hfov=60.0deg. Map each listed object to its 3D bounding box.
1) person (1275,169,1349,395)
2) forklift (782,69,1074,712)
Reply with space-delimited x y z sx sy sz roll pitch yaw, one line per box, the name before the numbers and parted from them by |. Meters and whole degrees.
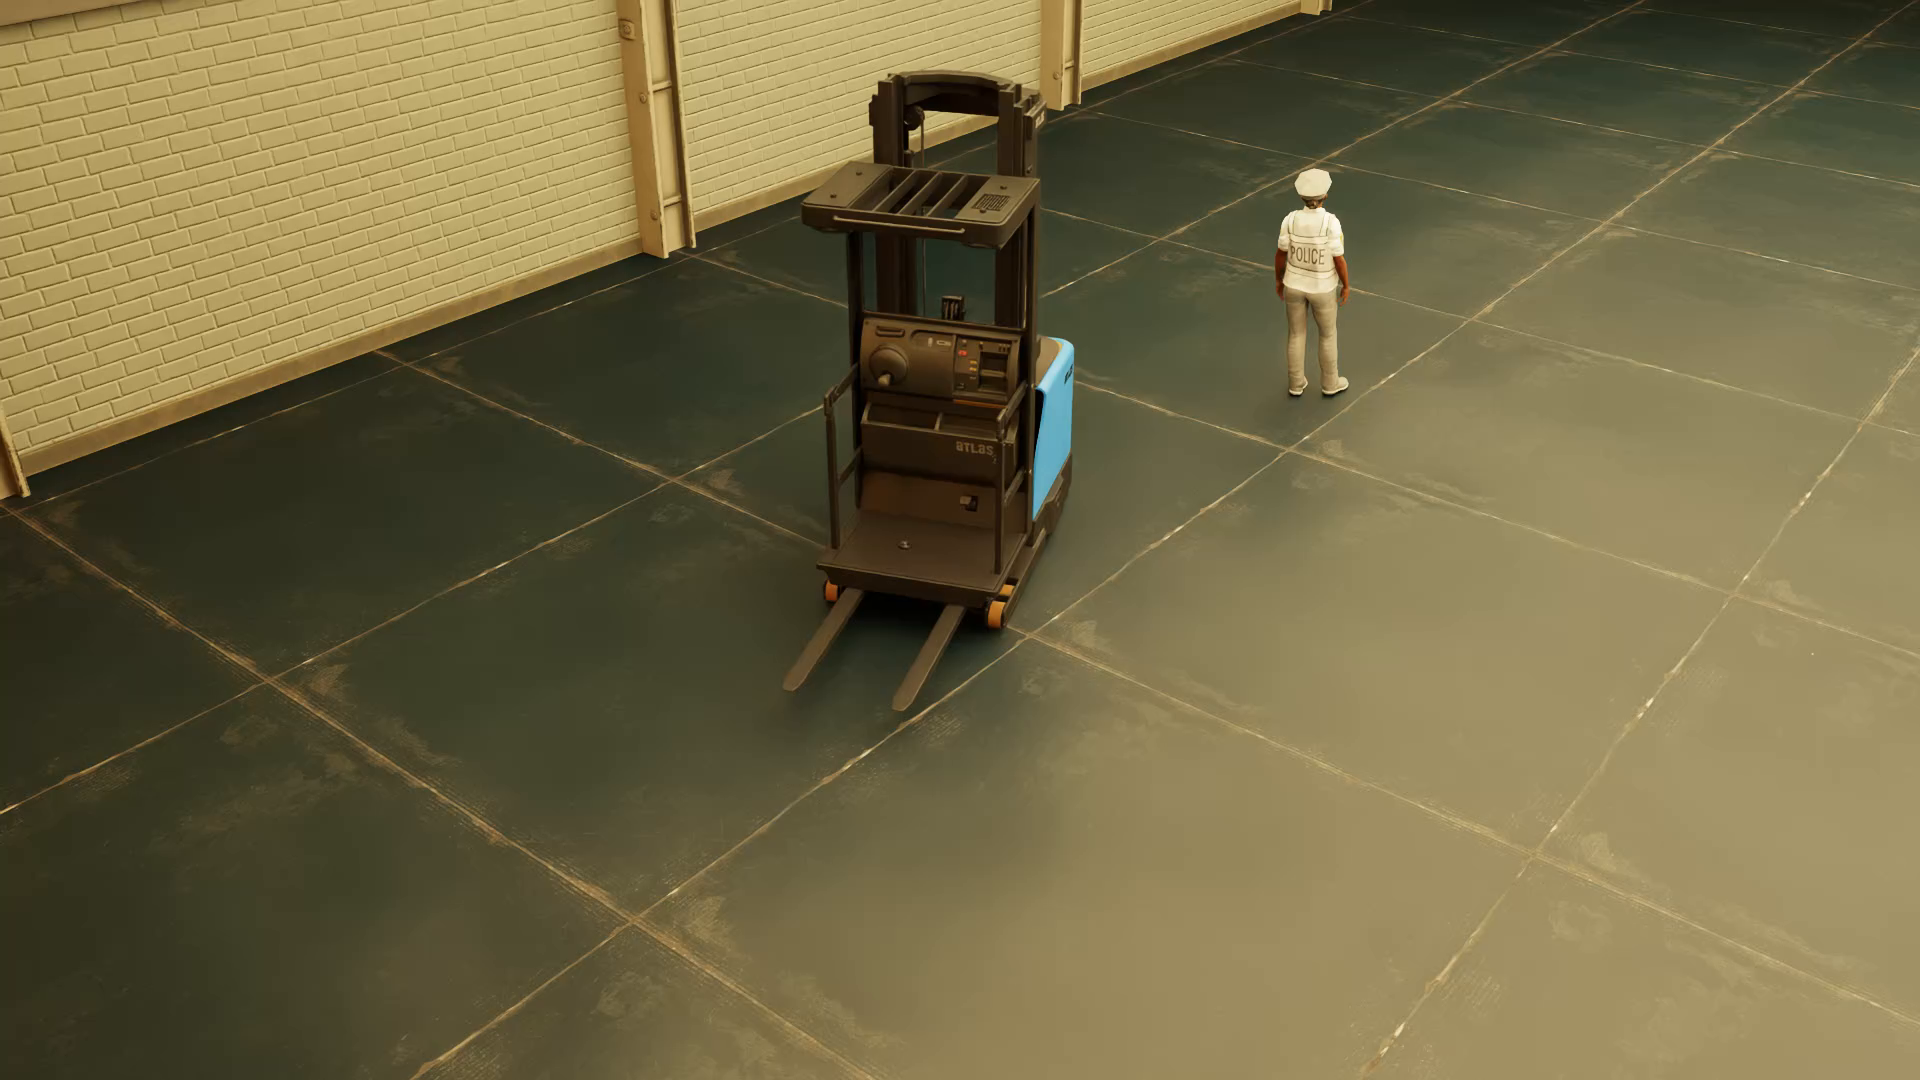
person | 2.556 -1.849 11.970 0.570 1.698 0.528 15 33 24
forklift | -0.176 -0.972 9.258 1.130 2.935 3.031 9 31 14
